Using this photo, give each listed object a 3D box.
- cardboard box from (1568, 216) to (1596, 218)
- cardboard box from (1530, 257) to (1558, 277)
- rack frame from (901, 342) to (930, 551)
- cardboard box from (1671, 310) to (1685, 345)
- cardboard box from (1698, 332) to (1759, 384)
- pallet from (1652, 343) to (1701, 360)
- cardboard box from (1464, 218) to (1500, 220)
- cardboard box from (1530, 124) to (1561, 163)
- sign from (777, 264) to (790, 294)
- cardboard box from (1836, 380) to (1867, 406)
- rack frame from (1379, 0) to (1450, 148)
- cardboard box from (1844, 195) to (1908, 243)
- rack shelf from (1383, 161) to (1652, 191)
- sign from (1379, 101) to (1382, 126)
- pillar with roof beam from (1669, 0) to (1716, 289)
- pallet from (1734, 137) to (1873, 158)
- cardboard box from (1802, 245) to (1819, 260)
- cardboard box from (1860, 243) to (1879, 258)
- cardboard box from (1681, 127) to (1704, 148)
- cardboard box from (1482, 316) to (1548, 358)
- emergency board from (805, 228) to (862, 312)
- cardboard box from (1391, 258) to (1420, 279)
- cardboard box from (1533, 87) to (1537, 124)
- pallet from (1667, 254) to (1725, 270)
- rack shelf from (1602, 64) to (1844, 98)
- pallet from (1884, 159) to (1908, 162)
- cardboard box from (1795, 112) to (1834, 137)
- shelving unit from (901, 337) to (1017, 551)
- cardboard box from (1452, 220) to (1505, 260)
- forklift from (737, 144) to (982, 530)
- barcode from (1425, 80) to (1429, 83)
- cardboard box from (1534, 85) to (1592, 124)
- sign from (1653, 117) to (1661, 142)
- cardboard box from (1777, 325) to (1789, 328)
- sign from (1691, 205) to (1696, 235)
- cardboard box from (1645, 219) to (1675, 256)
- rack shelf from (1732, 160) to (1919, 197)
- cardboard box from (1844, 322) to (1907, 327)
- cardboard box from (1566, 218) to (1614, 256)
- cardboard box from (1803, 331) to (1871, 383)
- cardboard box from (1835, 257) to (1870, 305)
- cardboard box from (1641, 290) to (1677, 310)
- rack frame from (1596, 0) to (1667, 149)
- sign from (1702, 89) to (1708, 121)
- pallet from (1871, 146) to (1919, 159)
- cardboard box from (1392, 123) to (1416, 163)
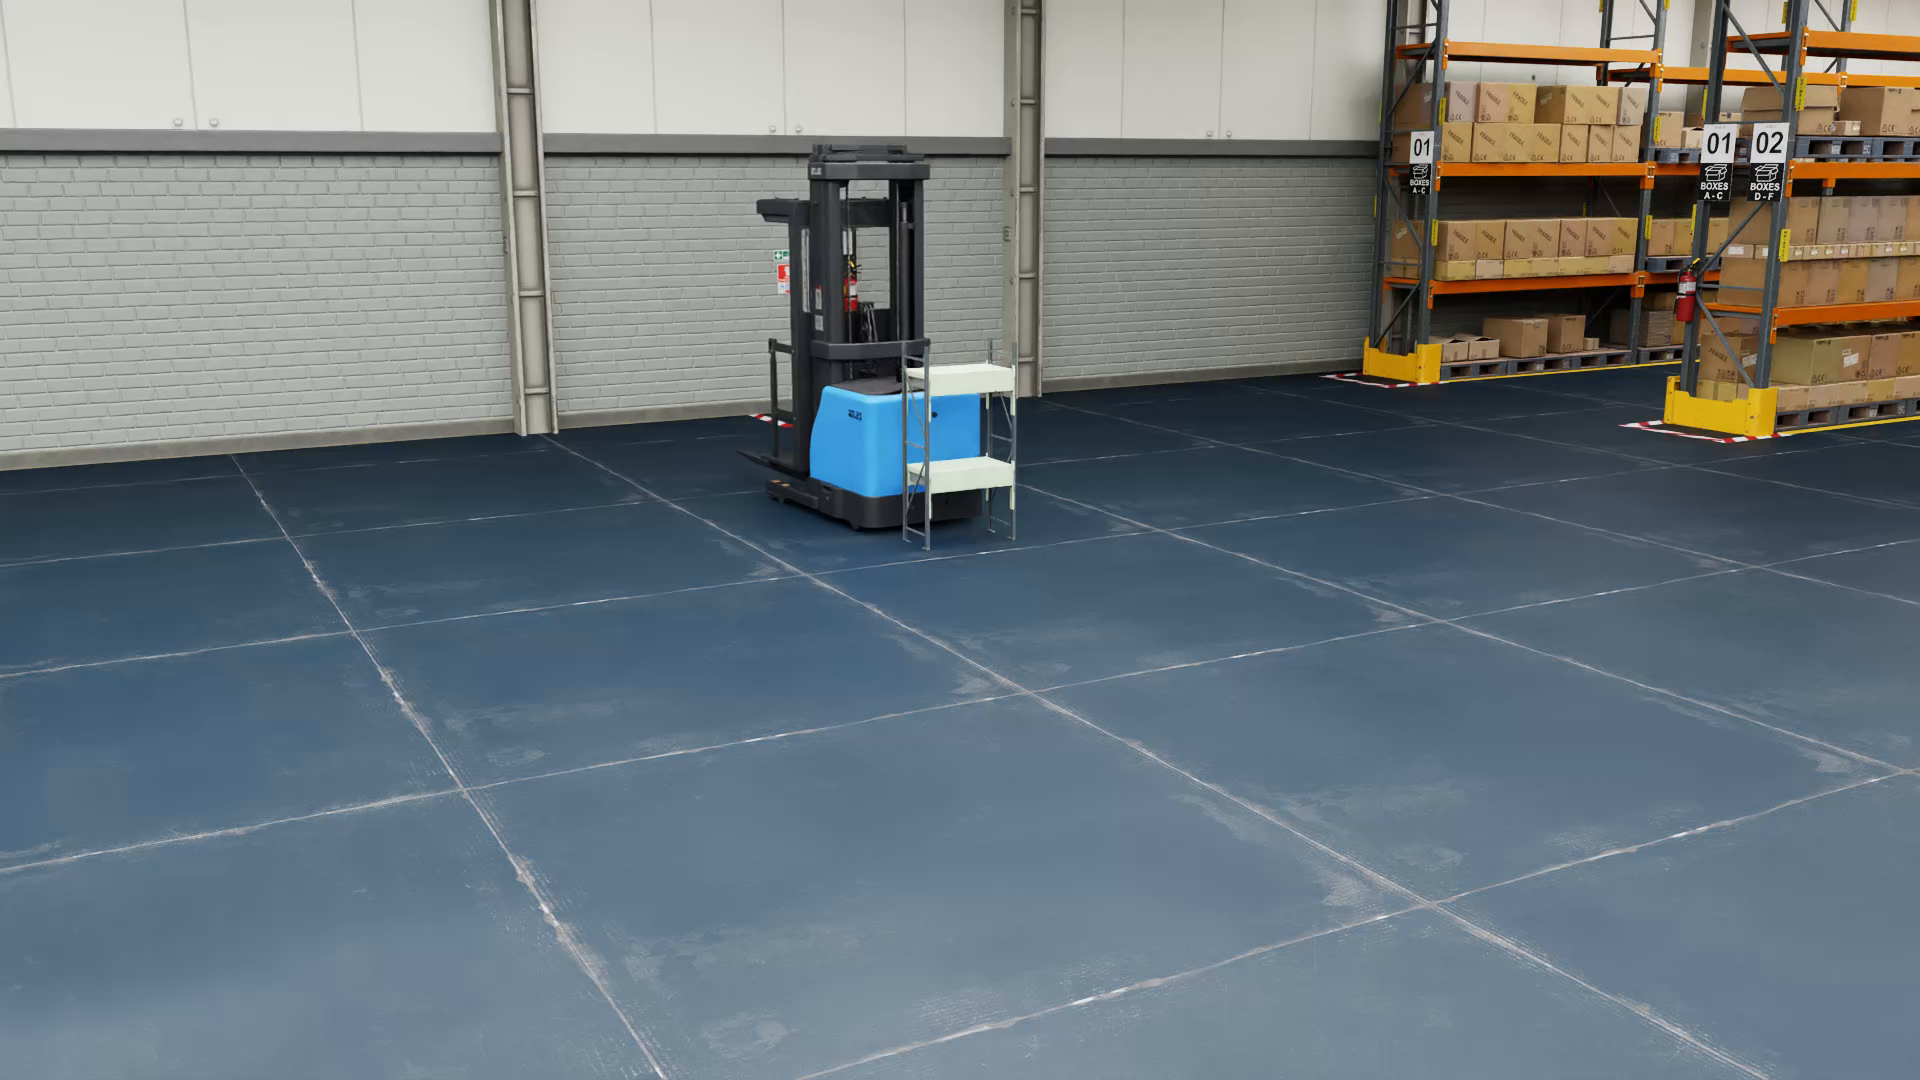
[{"bbox_3d":[8.827,-4.342,23.659,0.500,0.500,0.500,-7,15,-29],"label":"cardboard box"},{"bbox_3d":[7.753,-3.717,22.591,0.500,0.250,0.500,-7,14,-27],"label":"cardboard box"},{"bbox_3d":[-0.327,-0.692,12.270,0.023,1.500,0.400,-7,14,-28],"label":"rack frame"},{"bbox_3d":[10.407,-3.189,24.636,0.500,0.500,0.700,-7,15,-29],"label":"cardboard box"},{"bbox_3d":[8.534,-2.017,18.336,0.500,0.500,0.500,-7,14,-28],"label":"cardboard box"},{"bbox_3d":[11.094,-2.900,25.013,1.213,0.211,1.003,-7,14,-28],"label":"pallet"},{"bbox_3d":[7.039,-4.127,22.704,0.500,0.500,0.500,-7,15,-29],"label":"cardboard box"},{"bbox_3d":[7.644,-5.302,22.233,0.500,0.500,0.500,-6,14,-24],"label":"cardboard box"},{"bbox_3d":[-1.960,-2.964,18.864,0.234,0.329,0.001,-7,14,-28],"label":"sign"},{"bbox_3d":[9.659,-1.656,18.444,0.500,0.250,0.500,-7,14,-28],"label":"cardboard box"},{"bbox_3d":[5.829,-6.555,21.239,0.127,3.000,1.000,-7,14,-28],"label":"rack frame"},{"bbox_3d":[10.008,-3.570,18.457,0.500,0.500,0.700,-7,14,-28],"label":"cardboard box"},{"bbox_3d":[7.584,-4.951,22.582,4.000,0.370,1.077,-7,14,-28],"label":"rack shelf"},{"bbox_3d":[5.580,-5.632,21.956,0.005,0.325,0.100,-7,14,-28],"label":"sign"},{"bbox_3d":[13.358,-6.597,21.425,0.400,9.000,9.100,-7,14,-28],"label":"pillar with roof beam"},{"bbox_3d":[8.838,-4.163,17.646,1.213,0.211,1.003,-7,14,-28],"label":"pallet"},{"bbox_3d":[8.884,-3.067,17.700,0.250,0.149,0.380,-7,15,-29],"label":"cardboard box"},{"bbox_3d":[9.783,-3.175,18.178,0.250,0.149,0.380,-7,14,-29],"label":"cardboard box"},{"bbox_3d":[10.398,-5.780,23.877,0.500,0.311,0.500,-6,14,-26],"label":"cardboard box"},{"bbox_3d":[7.647,-2.806,22.937,0.500,0.500,0.700,-8,15,-31],"label":"cardboard box"},{"bbox_3d":[-1.425,-2.984,19.038,0.643,1.169,0.194,-7,14,-28],"label":"emergency board"},{"bbox_3d":[6.146,-3.651,22.296,0.500,0.250,0.500,-7,14,-27],"label":"cardboard box"},{"bbox_3d":[7.444,-5.892,22.575,0.500,0.500,0.500,-7,14,-28],"label":"cardboard box"},{"bbox_3d":[11.133,-4.160,24.698,1.213,0.211,1.003,-7,14,-28],"label":"pallet"},{"bbox_3d":[11.095,-6.640,24.167,4.000,0.370,1.077,-7,14,-28],"label":"rack shelf"},{"bbox_3d":[15.580,-6.154,26.728,1.217,0.209,0.805,-8,15,-30],"label":"pallet"},{"bbox_3d":[9.090,-4.509,18.047,0.500,0.250,0.500,-7,14,-28],"label":"cardboard box"},{"bbox_3d":[-0.006,-0.731,12.441,0.755,1.500,0.431,-7,14,-28],"label":"shelving unit"},{"bbox_3d":[6.830,-3.973,22.018,0.500,0.500,0.500,-7,14,-28],"label":"cardboard box"},{"bbox_3d":[-1.001,-1.786,13.869,1.130,2.935,3.031,-7,15,-29],"label":"forklift"},{"bbox_3d":[6.212,-6.092,22.142,0.075,0.075,0.001,-7,14,-28],"label":"barcode"},{"bbox_3d":[8.100,-5.837,22.331,0.500,0.500,0.500,-7,15,-30],"label":"cardboard box"},{"bbox_3d":[9.606,-5.661,22.920,0.005,0.325,0.100,-7,14,-28],"label":"sign"},{"bbox_3d":[12.244,-3.379,25.482,0.500,0.500,0.700,-7,14,-27],"label":"cardboard box"},{"bbox_3d":[7.958,-3.460,17.975,0.005,0.325,0.100,-7,14,-28],"label":"sign"},{"bbox_3d":[9.803,-4.359,23.917,0.500,0.500,0.700,-7,14,-28],"label":"cardboard box"},{"bbox_3d":[9.961,-3.996,18.342,4.000,0.370,1.077,-7,14,-28],"label":"rack shelf"},{"bbox_3d":[10.724,-2.281,19.512,0.500,0.500,0.500,-7,14,-28],"label":"cardboard box"},{"bbox_3d":[8.637,-4.188,22.975,0.500,0.500,0.500,-7,14,-28],"label":"cardboard box"},{"bbox_3d":[9.653,-2.025,18.371,0.500,0.500,0.500,-7,14,-28],"label":"cardboard box"},{"bbox_3d":[9.519,-2.876,18.331,0.500,0.500,0.700,-7,14,-27],"label":"cardboard box"},{"bbox_3d":[10.363,-3.537,24.478,0.500,0.250,0.500,-7,15,-29],"label":"cardboard box"},{"bbox_3d":[9.340,-6.975,23.109,0.127,3.000,1.000,-7,14,-28],"label":"rack frame"},{"bbox_3d":[7.958,-4.636,17.711,0.005,0.325,0.100,-7,14,-28],"label":"sign"},{"bbox_3d":[10.980,-4.420,18.787,1.213,0.211,1.003,-7,14,-28],"label":"pallet"},{"bbox_3d":[6.074,-5.243,21.967,0.500,0.500,0.500,-6,14,-24],"label":"cardboard box"}]
